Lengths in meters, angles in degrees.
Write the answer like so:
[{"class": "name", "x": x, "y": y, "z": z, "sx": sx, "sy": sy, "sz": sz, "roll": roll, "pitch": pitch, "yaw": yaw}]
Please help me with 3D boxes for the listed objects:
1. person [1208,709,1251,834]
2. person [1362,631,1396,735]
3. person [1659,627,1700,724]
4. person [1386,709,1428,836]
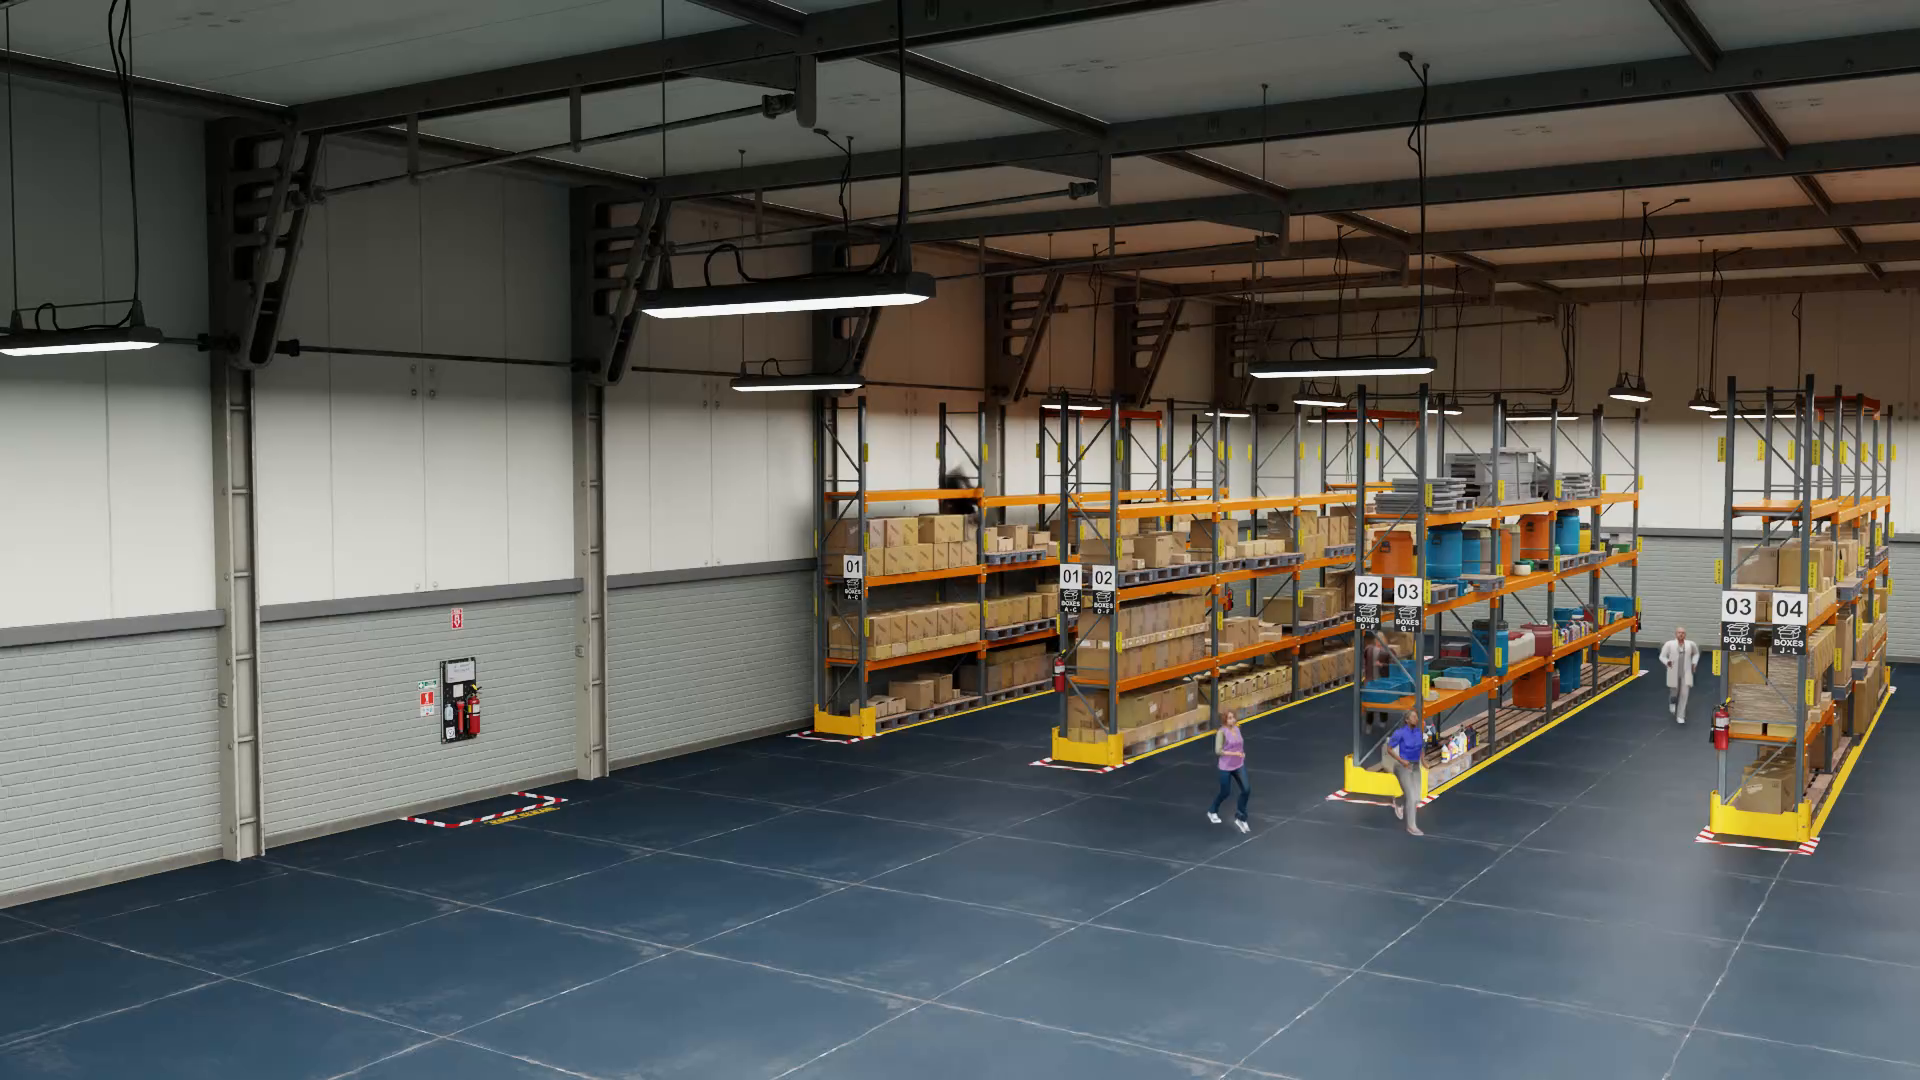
[{"class": "person", "x": 3.591, "y": 3.055, "z": 22.119, "sx": 0.541, "sy": 1.620, "sz": 0.733, "roll": -2, "pitch": 3, "yaw": -28}, {"class": "person", "x": 7.472, "y": 2.556, "z": 29.755, "sx": 0.669, "sy": 1.849, "sz": 0.835, "roll": 1, "pitch": 3, "yaw": 24}, {"class": "person", "x": 13.396, "y": 2.499, "z": 30.941, "sx": 0.709, "sy": 1.762, "sz": 0.945, "roll": 1, "pitch": 3, "yaw": 17}, {"class": "person", "x": 5.882, "y": 3.047, "z": 22.014, "sx": 0.580, "sy": 1.639, "sz": 0.676, "roll": -2, "pitch": 3, "yaw": -27}]
